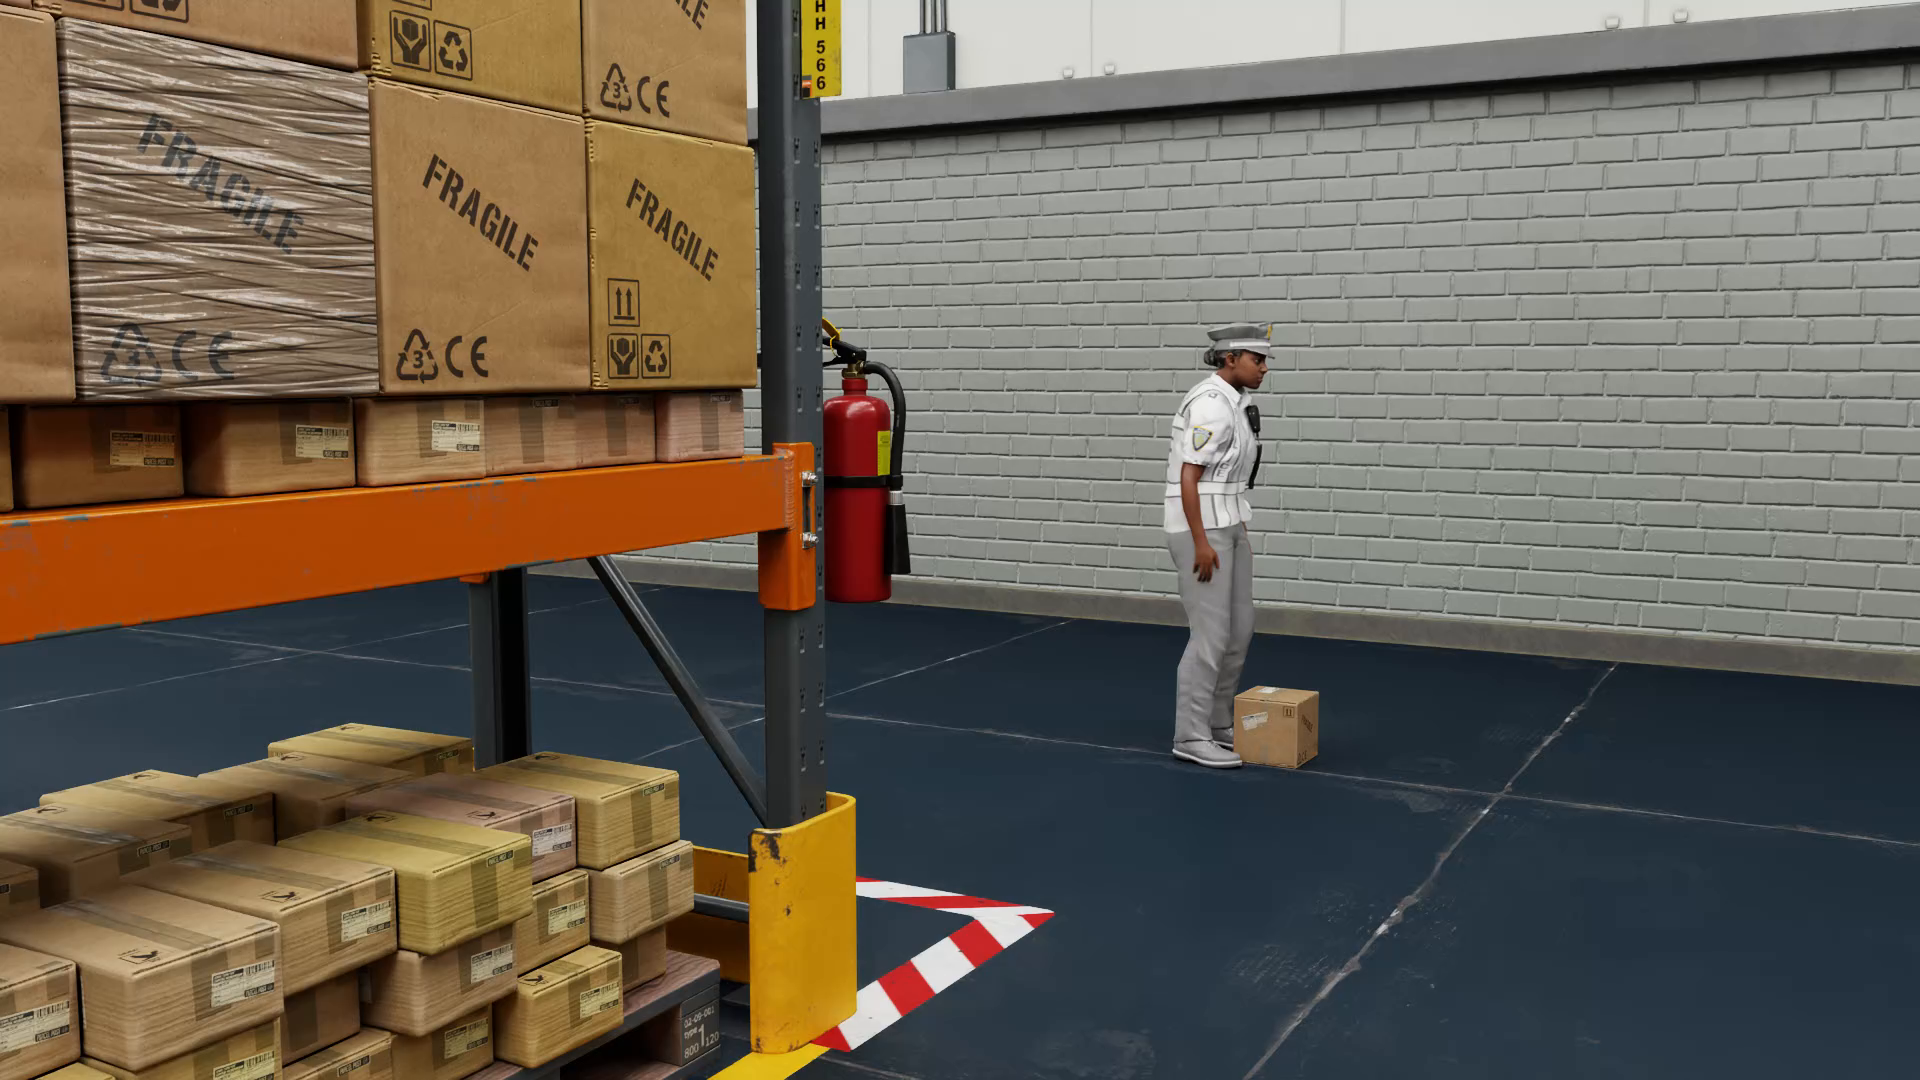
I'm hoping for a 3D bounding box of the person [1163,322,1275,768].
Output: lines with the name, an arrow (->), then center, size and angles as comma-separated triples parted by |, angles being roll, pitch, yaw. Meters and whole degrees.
person -> 0.990, 0.002, 6.367 | 0.397, 1.656, 0.503 | 3, 7, 28
